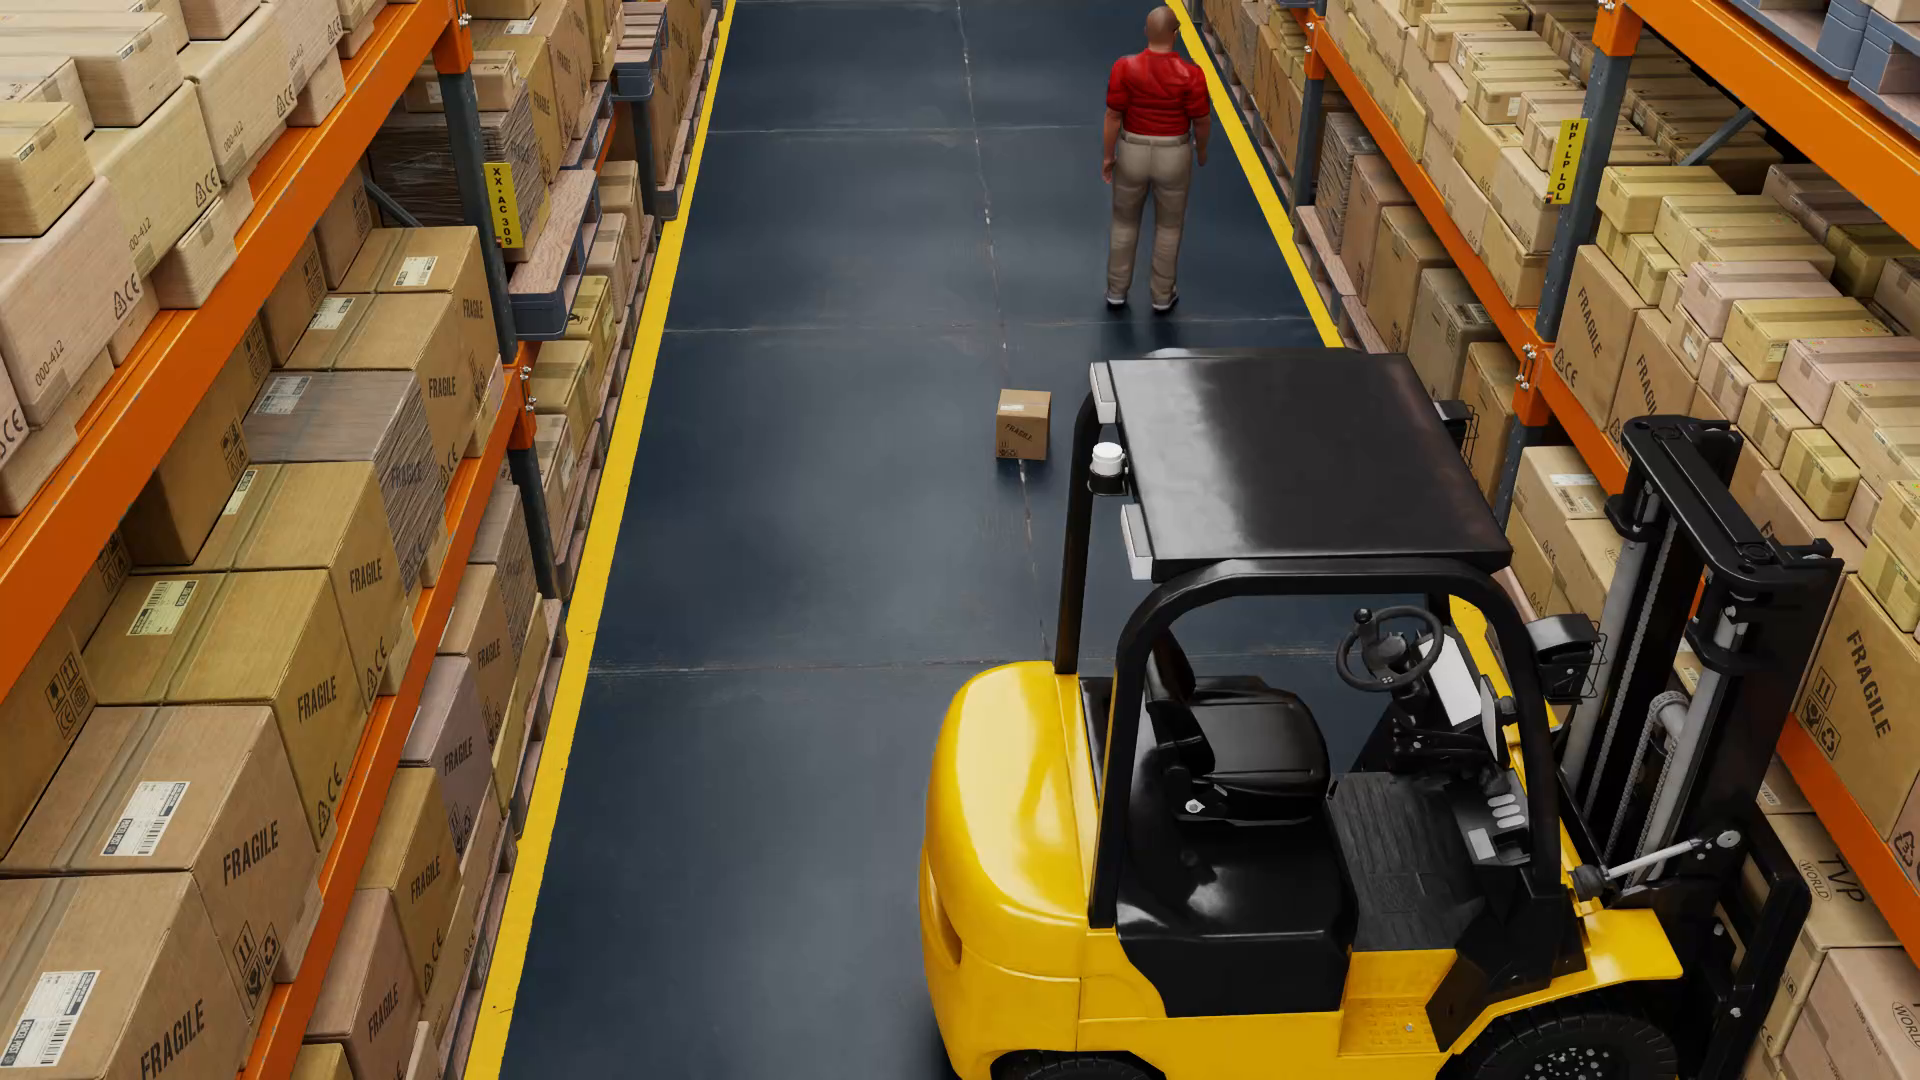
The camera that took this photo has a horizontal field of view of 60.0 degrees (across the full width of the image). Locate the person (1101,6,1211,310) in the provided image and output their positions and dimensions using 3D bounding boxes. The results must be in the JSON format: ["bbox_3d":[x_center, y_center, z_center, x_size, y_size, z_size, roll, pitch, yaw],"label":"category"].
[{"bbox_3d":[1.066,-2.069,9.084,0.571,1.744,0.432,8,36,11],"label":"person"}]
